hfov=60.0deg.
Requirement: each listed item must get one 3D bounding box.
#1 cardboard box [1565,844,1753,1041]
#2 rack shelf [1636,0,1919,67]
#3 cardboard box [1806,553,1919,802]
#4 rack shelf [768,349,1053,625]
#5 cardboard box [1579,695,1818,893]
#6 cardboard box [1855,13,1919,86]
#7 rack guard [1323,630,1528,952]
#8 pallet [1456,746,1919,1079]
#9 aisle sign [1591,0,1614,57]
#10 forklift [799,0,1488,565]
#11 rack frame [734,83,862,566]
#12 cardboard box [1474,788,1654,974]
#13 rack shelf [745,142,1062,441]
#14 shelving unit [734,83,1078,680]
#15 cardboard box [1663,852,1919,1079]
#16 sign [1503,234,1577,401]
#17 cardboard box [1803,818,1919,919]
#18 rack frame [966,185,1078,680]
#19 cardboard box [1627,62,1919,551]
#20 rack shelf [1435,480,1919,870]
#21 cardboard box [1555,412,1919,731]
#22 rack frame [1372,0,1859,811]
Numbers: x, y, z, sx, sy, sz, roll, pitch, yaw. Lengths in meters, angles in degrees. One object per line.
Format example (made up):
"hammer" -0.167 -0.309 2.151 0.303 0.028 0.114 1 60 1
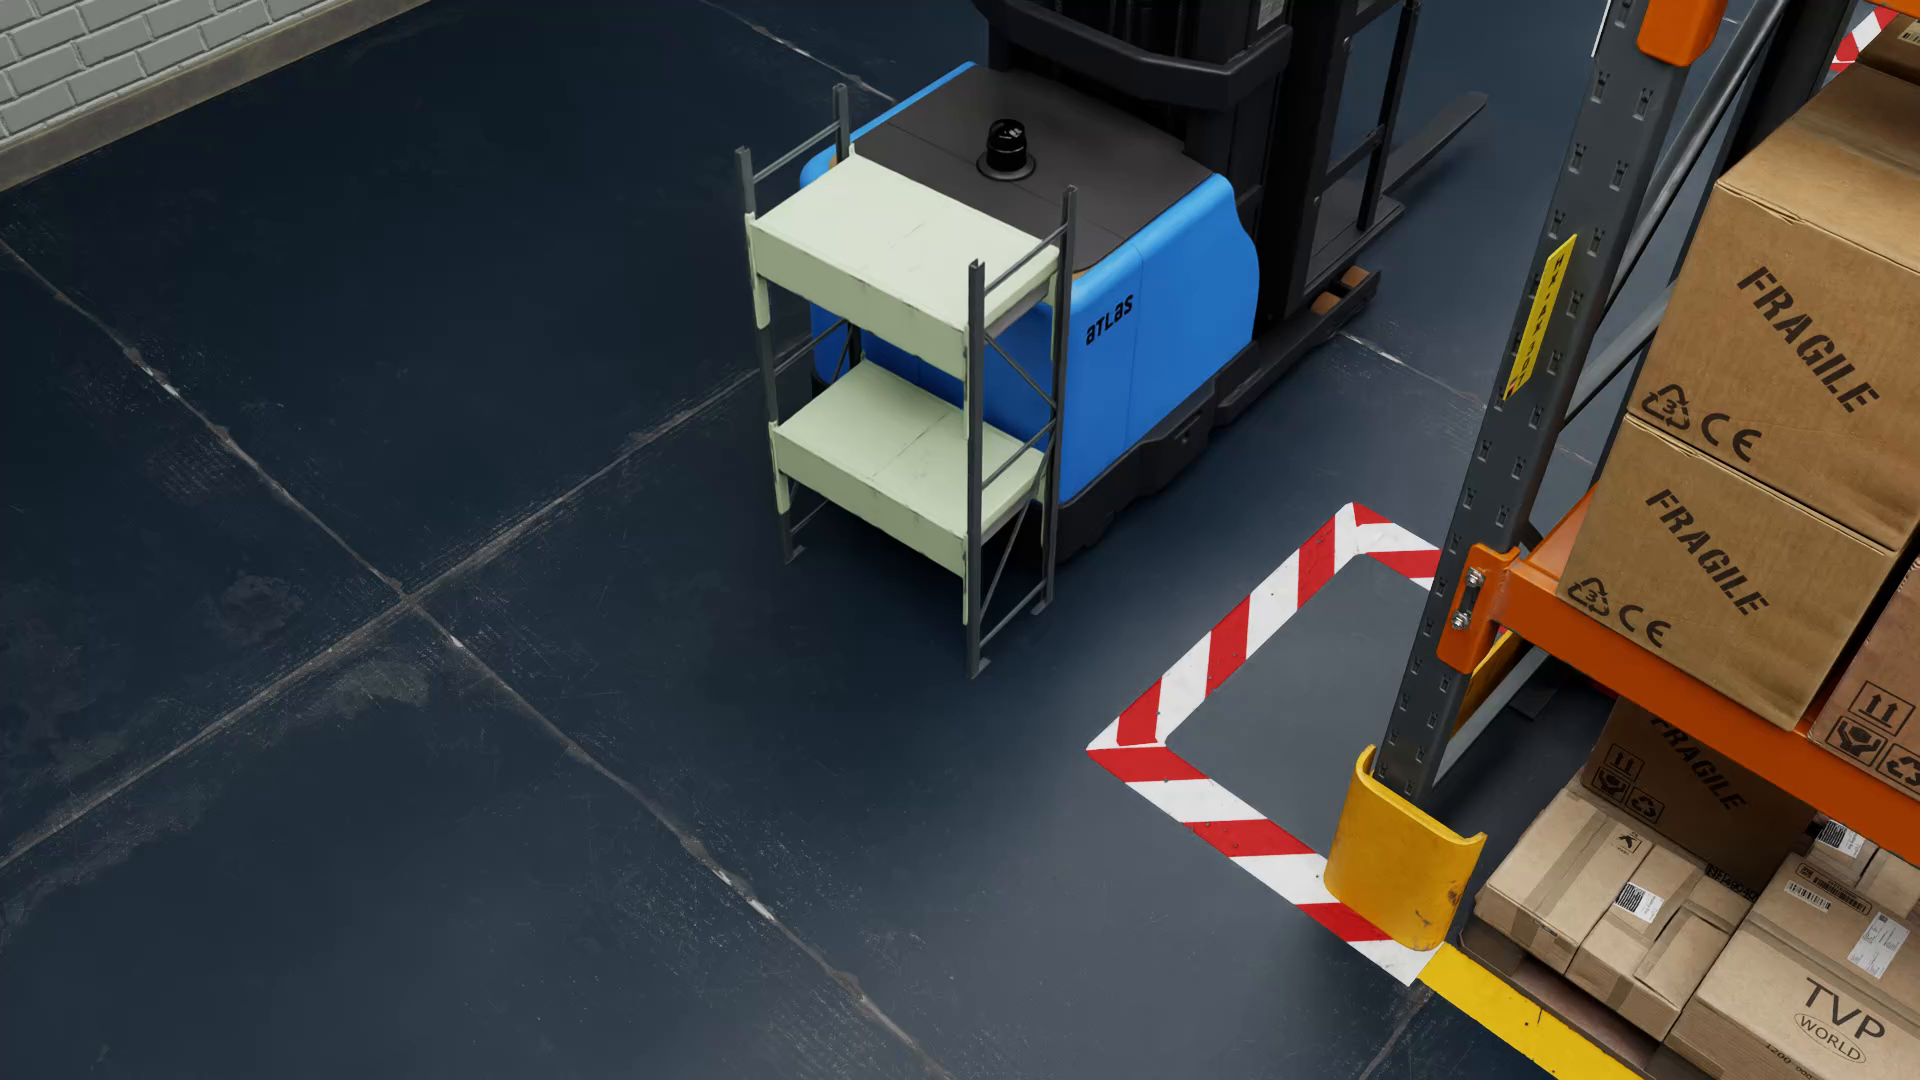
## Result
"cardboard box" 1.661 0.946 3.946 0.250 0.166 0.380 34 55 28
"rack shelf" 2.872 -0.179 1.797 4.000 0.370 1.077 34 55 28
"cardboard box" 1.932 0.191 2.945 0.500 0.500 0.500 33 55 27
"rack shelf" -0.137 -0.163 4.822 0.720 0.370 0.431 30 54 25
"cardboard box" 1.969 0.454 4.179 0.500 0.500 0.500 34 55 28
"cardboard box" 1.916 -0.691 3.087 0.500 0.500 0.500 33 55 27
"rack guard" 1.458 0.505 4.432 0.348 0.500 1.175 34 55 28
"pallet" 2.045 0.998 4.168 1.213 0.211 1.003 34 55 28
"aisle sign" 1.153 -1.154 2.493 0.004 0.787 0.394 34 55 28
"forklift" 0.858 -1.932 5.054 1.130 2.935 3.031 32 55 26
"rack frame" -0.424 -0.552 4.739 0.023 1.500 0.400 30 54 25
"cardboard box" 1.477 0.829 4.068 0.250 0.149 0.380 34 55 28
"rack shelf" -0.137 -0.654 4.300 0.720 0.370 0.431 30 54 25
"shelving unit" -0.137 -0.387 4.584 0.755 1.500 0.431 30 54 25
"cardboard box" 1.977 1.071 3.771 0.500 0.250 0.500 34 55 28
"sign" 1.034 -0.393 2.968 0.005 0.325 0.100 34 55 28
"cardboard box" 2.205 0.817 4.067 0.250 0.166 0.380 34 55 28
"rack frame" 0.151 -0.221 4.429 0.023 1.500 0.400 30 54 25
"cardboard box" 1.549 -0.404 2.817 0.500 0.500 0.500 36 56 29
"rack shelf" 2.872 0.847 2.890 4.000 0.370 1.077 34 55 28
"cardboard box" 1.549 -0.061 3.181 0.500 0.500 0.500 35 56 28
"rack frame" 1.402 -0.388 3.556 0.127 3.000 1.000 34 55 28
